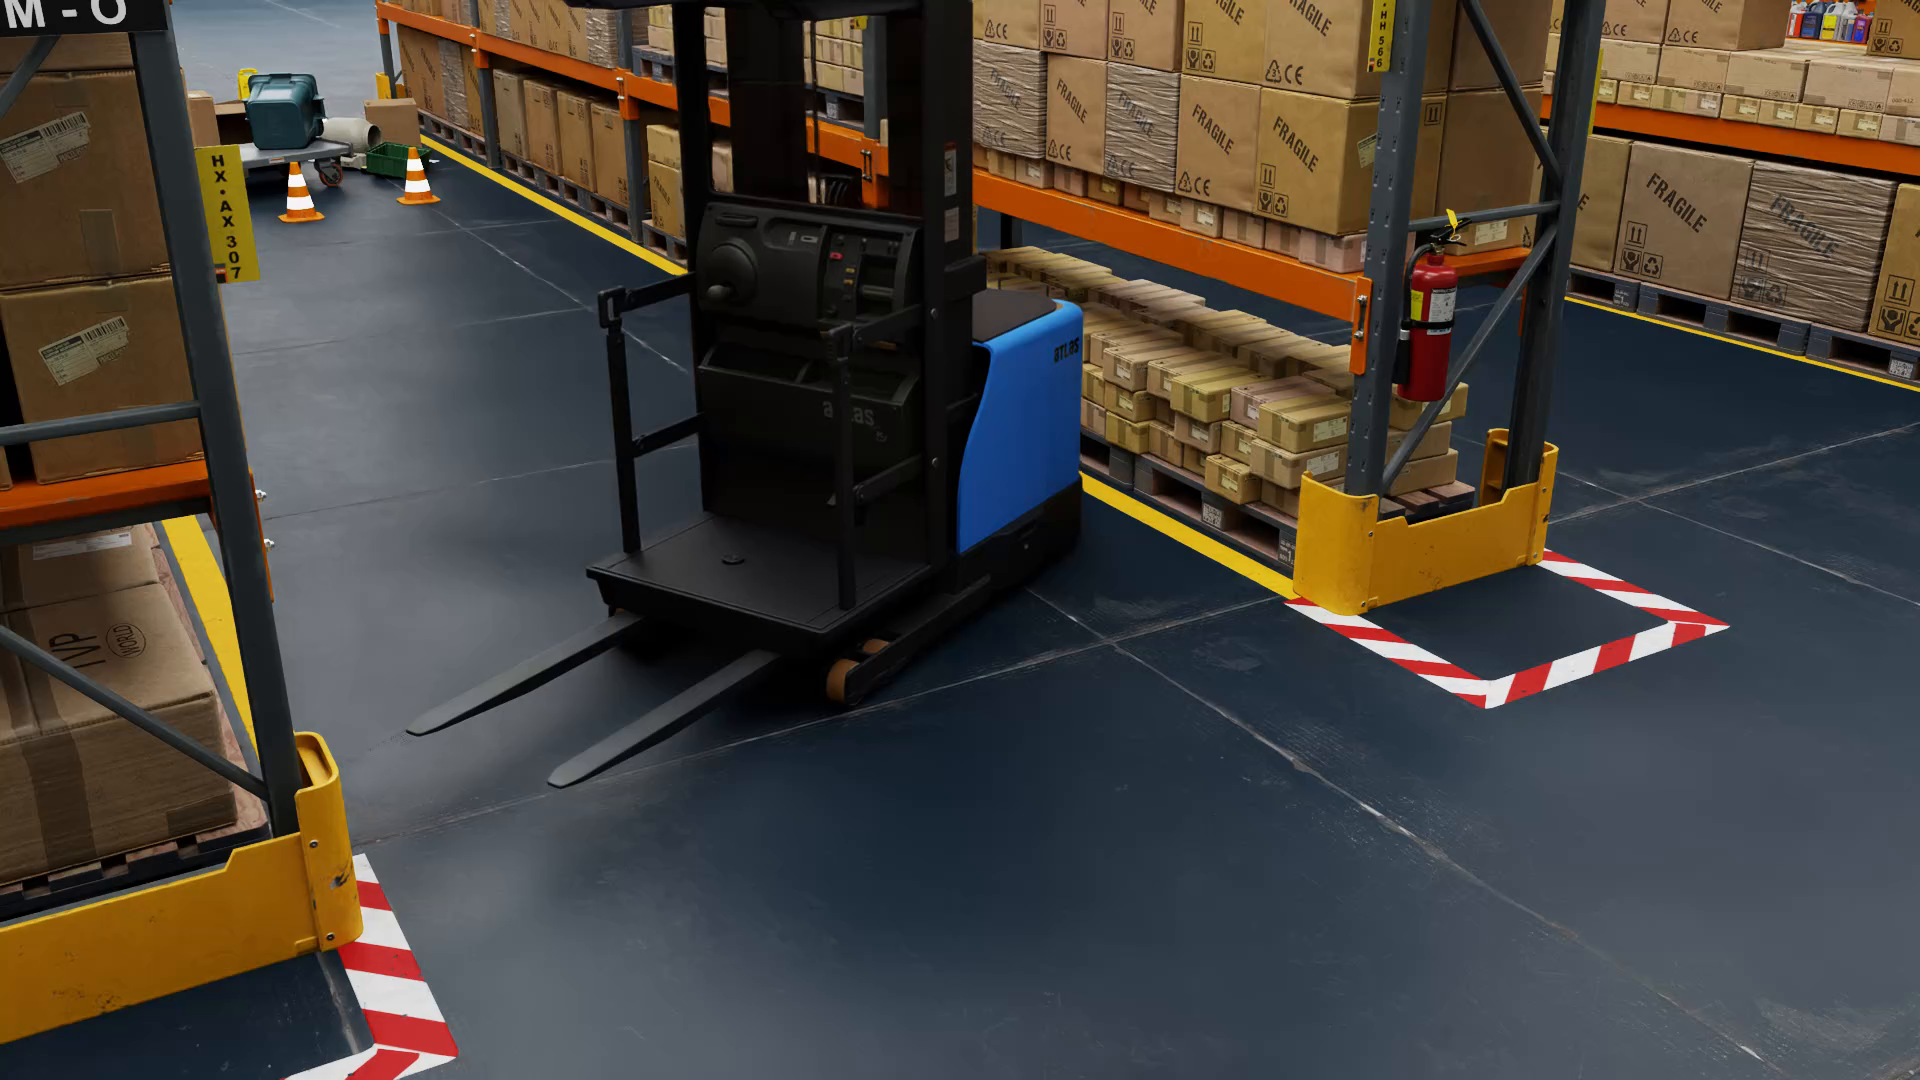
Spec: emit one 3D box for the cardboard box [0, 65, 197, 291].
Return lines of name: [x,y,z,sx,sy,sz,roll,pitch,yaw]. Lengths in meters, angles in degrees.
cardboard box: [-2.239,-0.958,4.224,0.500,0.500,0.500,-13,26,-29]

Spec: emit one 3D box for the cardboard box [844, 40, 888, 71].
cardboard box: [-0.451,-2.825,9.658,0.380,0.149,0.250,-12,25,-27]

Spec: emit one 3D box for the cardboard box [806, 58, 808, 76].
cardboard box: [-0.838,-2.933,10.319,0.380,0.149,0.250,-14,26,-31]

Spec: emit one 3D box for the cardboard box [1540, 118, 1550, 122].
cardboard box: [3.893,-2.853,12.610,1.225,0.875,0.875,-13,25,-28]

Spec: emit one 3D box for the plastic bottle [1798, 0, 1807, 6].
plastic bottle: [7.959,-4.973,15.733,0.097,0.271,0.097,0,22,0]

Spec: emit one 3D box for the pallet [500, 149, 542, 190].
pallet: [-3.706,-3.580,15.840,1.003,0.211,1.213,-13,25,-28]

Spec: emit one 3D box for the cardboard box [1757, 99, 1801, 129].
cardboard box: [5.035,-2.575,9.996,0.380,0.149,0.250,-12,25,-27]

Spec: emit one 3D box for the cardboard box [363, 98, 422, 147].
cardboard box: [-5.840,-4.256,17.114,0.500,0.500,0.500,-8,23,-19]

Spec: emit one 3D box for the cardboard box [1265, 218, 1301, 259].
cardboard box: [1.461,-1.245,6.726,0.380,0.149,0.250,-13,25,-28]

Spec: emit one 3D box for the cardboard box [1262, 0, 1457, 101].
cardboard box: [1.517,-1.971,6.320,0.500,0.500,0.500,-13,26,-29]

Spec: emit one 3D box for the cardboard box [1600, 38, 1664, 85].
cardboard box: [4.502,-3.143,10.865,0.500,0.250,0.500,-13,25,-28]

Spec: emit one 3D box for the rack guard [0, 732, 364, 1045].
rack guard: [-2.227,0.928,4.365,1.175,0.500,0.348,-13,25,-28]

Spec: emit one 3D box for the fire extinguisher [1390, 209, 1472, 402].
fire extinguisher: [1.697,-0.844,6.002,0.296,0.674,0.183,-13,25,-28]

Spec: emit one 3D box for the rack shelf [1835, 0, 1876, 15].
rack shelf: [11.734,-5.657,18.202,1.077,0.370,4.000,-13,25,-28]

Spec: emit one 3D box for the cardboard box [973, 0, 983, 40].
cardboard box: [0.221,-2.807,8.379,0.500,0.500,0.500,-13,26,-30]

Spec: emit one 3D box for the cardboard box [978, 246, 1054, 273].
cardboard box: [0.327,-1.602,9.708,0.380,0.149,0.250,-12,25,-27]

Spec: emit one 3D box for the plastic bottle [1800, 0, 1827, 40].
plastic bottle: [7.650,-4.663,14.866,0.144,0.351,0.185,-13,25,-28]

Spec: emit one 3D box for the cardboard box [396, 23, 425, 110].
cardboard box: [-5.805,-5.406,18.891,0.875,0.875,0.875,-12,25,-28]

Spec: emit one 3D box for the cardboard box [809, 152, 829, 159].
cardboard box: [-0.759,-2.530,11.317,0.500,0.250,0.500,-12,25,-26]

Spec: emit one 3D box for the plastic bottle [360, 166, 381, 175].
plastic bottle: [-5.603,-3.545,15.953,0.283,0.061,0.133,12,25,27]

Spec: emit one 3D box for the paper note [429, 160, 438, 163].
paper note: [-5.287,-3.776,16.559,0.142,0.020,0.147,8,23,18]

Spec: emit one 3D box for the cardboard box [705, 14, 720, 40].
cardboard box: [-1.512,-3.498,11.315,0.380,0.149,0.250,-13,25,-28]

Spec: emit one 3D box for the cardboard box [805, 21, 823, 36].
cardboard box: [-0.719,-3.135,10.026,0.380,0.149,0.250,-14,26,-30]

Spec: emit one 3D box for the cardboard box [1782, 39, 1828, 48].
cardboard box: [5.216,-3.083,10.716,0.500,0.250,0.500,-12,25,-27]

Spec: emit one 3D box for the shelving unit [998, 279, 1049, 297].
shelving unit: [0.231,-0.614,7.428,0.252,1.050,0.215,13,25,29]

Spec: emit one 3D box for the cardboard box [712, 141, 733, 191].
cardboard box: [-1.477,-2.600,11.491,0.500,0.250,0.500,-12,25,-28]

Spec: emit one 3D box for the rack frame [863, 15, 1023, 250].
rack frame: [-0.078,-2.518,9.522,1.000,3.000,0.127,-13,25,-28]

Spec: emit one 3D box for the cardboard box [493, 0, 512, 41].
cardboard box: [-3.869,-4.768,14.927,0.500,0.500,0.500,-12,25,-28]

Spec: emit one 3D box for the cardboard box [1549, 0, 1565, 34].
cardboard box: [4.262,-3.651,11.117,0.500,0.500,0.500,-13,25,-28]

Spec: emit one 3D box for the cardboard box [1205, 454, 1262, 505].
cardboard box: [1.298,-0.291,7.272,0.380,0.149,0.250,-12,25,-27]

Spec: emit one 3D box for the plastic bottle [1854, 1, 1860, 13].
plastic bottle: [8.221,-4.826,15.356,0.061,0.283,0.133,-13,25,-28]

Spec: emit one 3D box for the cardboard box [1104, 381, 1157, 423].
cardboard box: [0.907,-0.684,7.843,0.380,0.149,0.250,-12,25,-27]

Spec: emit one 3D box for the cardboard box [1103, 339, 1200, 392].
cardboard box: [0.893,-0.819,7.781,0.380,0.149,0.250,-12,25,-26]

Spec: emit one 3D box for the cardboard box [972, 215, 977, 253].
cardboard box: [-0.228,-1.845,10.628,0.500,0.500,0.500,-12,25,-26]

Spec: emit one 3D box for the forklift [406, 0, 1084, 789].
forklift: [-0.673,-0.971,5.807,1.130,2.935,3.031,13,26,29]

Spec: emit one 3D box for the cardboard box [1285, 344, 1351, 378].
cardboard box: [1.727,-0.780,7.684,0.380,0.149,0.250,-13,25,-28]

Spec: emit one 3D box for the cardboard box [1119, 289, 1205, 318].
cardboard box: [1.057,-1.194,8.704,0.380,0.149,0.250,-14,26,-30]

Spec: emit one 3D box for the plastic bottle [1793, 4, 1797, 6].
plastic bottle: [7.601,-4.753,15.191,0.097,0.271,0.097,0,22,0]

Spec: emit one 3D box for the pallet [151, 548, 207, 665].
pallet: [-3.334,0.415,6.009,1.003,0.211,1.213,-13,25,-28]

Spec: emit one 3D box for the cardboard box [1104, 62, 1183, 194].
cardboard box: [0.988,-1.833,7.310,0.500,0.500,0.500,-13,25,-28]

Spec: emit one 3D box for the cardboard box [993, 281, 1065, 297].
cardboard box: [0.334,-1.263,8.873,0.380,0.149,0.250,-13,26,-30]

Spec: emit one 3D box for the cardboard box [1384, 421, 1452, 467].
cardboard box: [1.918,-0.454,7.277,0.380,0.149,0.250,-11,25,-26]

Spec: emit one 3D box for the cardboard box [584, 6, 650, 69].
cardboard box: [-2.582,-3.953,12.921,0.500,0.500,0.500,-13,25,-28]

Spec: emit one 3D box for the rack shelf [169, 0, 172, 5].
rack shelf: [-3.261,-1.942,5.077,1.077,0.370,4.000,-13,25,-28]

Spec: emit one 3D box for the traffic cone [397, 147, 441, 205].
traffic cone: [-4.778,-3.208,14.589,0.336,0.463,0.334,-13,25,-28]

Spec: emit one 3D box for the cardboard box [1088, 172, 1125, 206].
cardboard box: [0.824,-1.674,7.781,0.380,0.149,0.250,-12,25,-27]

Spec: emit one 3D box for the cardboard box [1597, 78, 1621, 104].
cardboard box: [4.372,-2.993,11.025,0.380,0.149,0.250,-12,25,-27]

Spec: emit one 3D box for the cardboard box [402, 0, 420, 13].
cardboard box: [-5.502,-5.981,17.844,0.875,0.550,0.550,-13,25,-28]

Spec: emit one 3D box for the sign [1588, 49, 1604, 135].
sign: [2.431,-1.728,6.430,0.100,0.325,0.005,-13,25,-28]

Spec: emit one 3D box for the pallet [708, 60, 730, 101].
pallet: [-1.075,-3.091,11.187,1.003,0.211,1.213,-13,25,-28]
